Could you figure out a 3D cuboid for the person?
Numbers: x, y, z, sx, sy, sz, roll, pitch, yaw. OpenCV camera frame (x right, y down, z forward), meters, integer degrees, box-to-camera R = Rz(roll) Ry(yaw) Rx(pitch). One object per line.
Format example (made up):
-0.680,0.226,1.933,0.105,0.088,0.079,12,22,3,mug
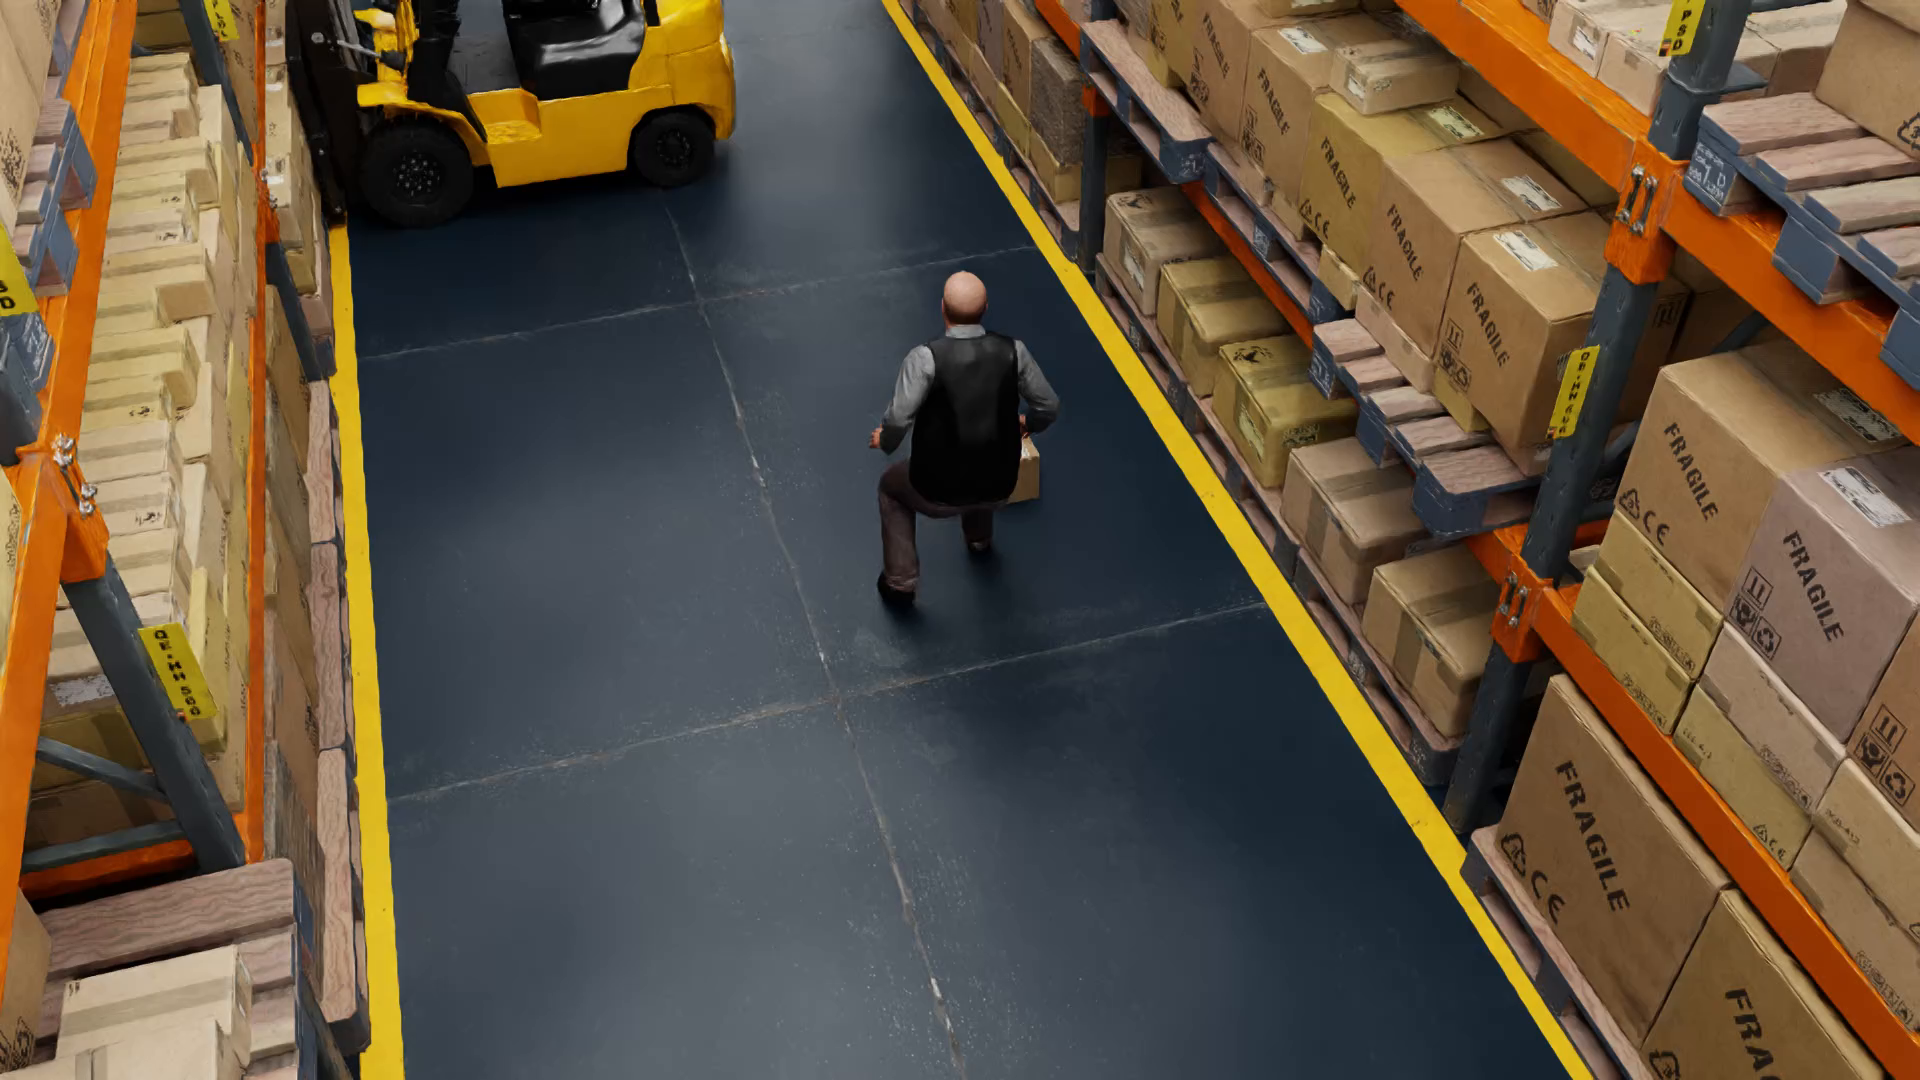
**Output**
-0.020,-0.412,6.764,0.737,1.546,0.795,-11,43,-12,person
